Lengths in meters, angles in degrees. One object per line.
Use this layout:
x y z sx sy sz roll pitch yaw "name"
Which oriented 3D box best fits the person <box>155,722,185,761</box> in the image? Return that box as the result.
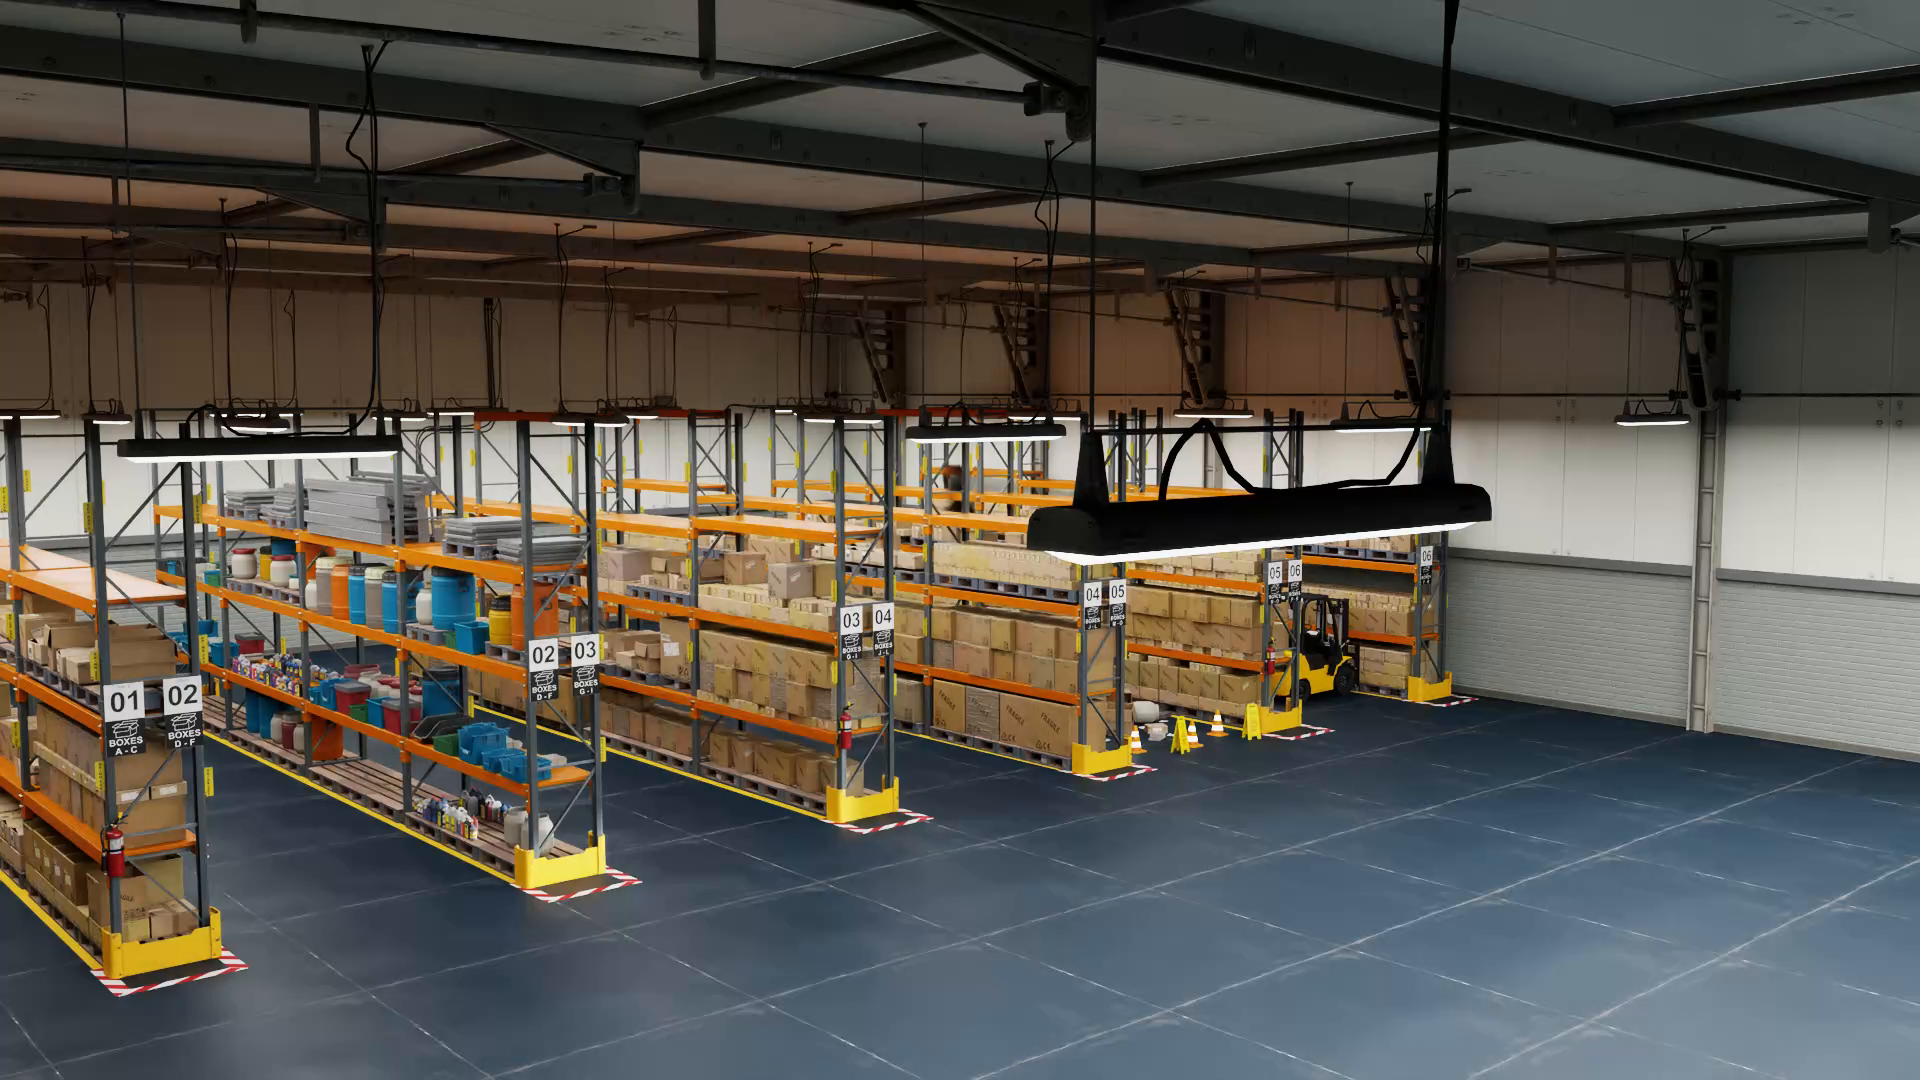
-12.904 3.129 27.107 0.757 1.673 0.654 4 6 39 "person"
